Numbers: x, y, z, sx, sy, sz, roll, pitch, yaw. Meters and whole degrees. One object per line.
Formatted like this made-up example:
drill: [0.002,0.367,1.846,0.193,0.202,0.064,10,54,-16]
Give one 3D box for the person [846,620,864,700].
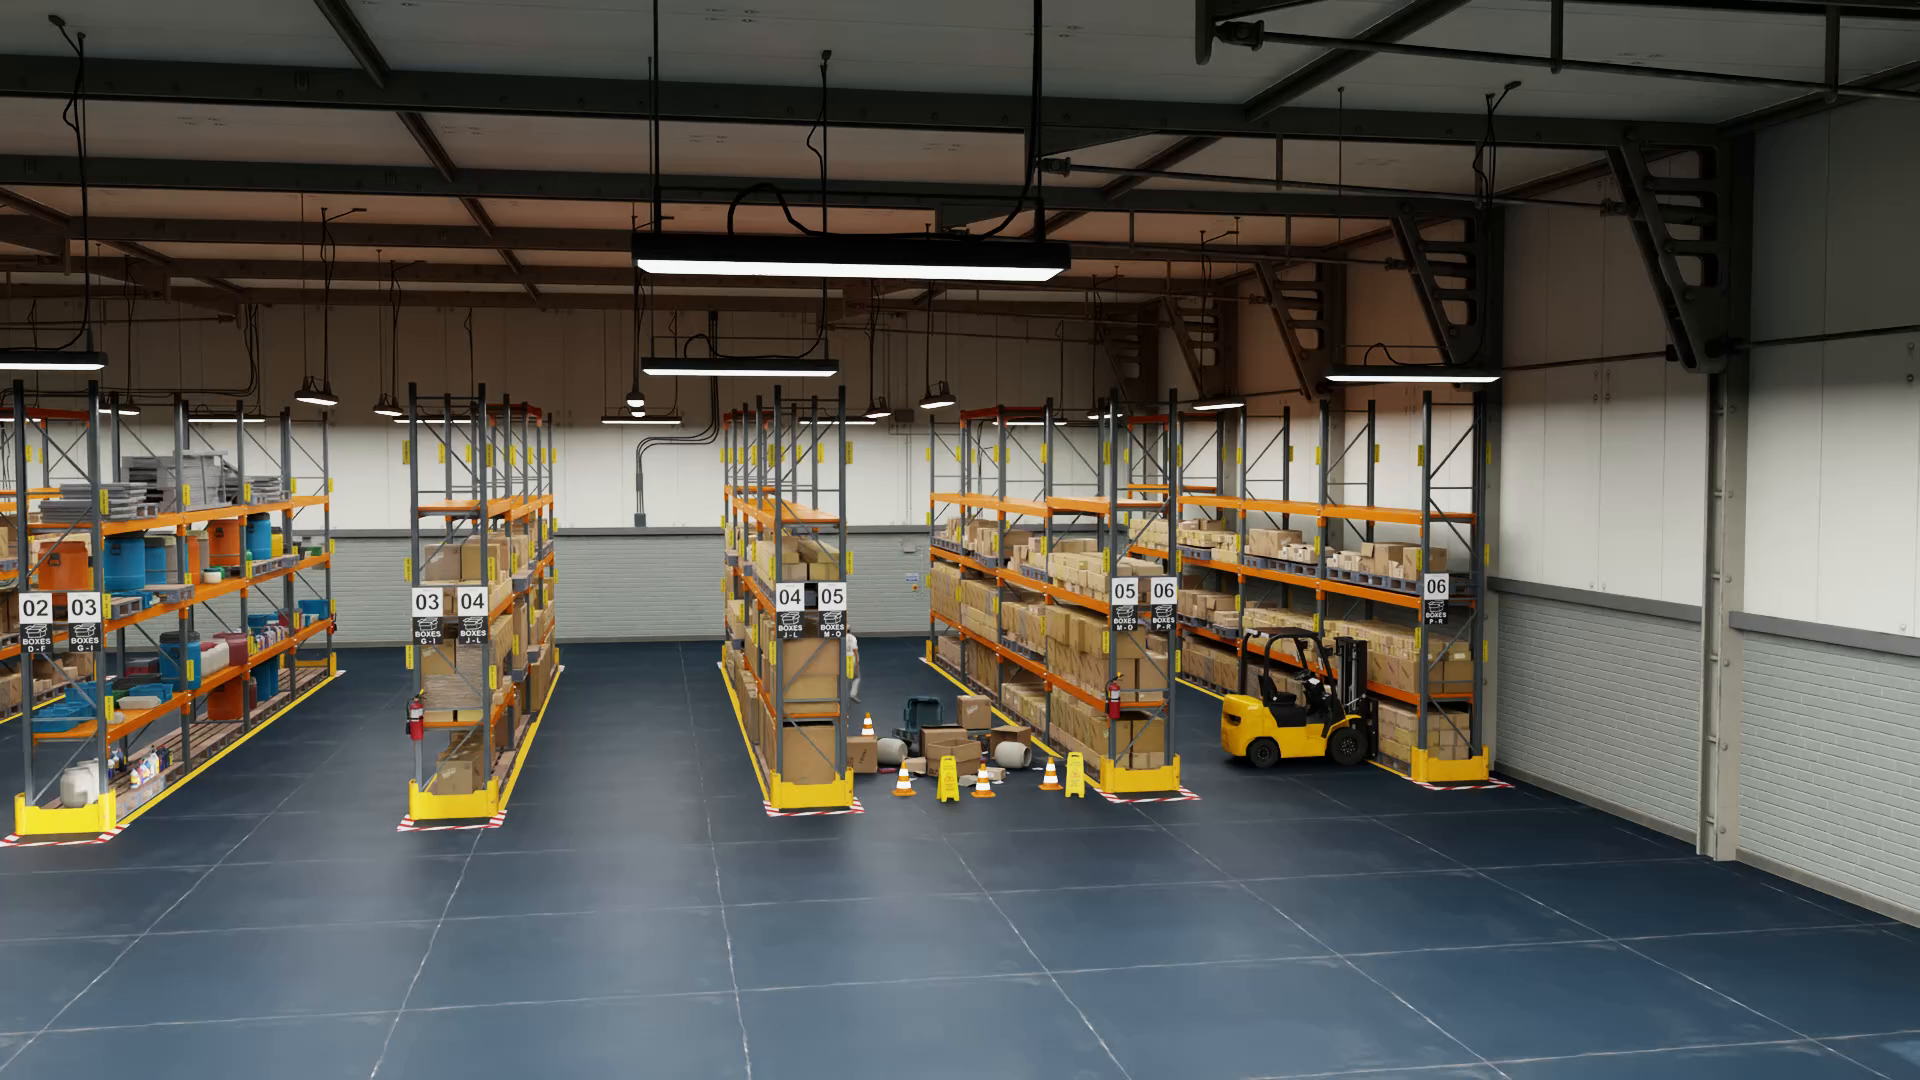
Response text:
person: [-2.214,2.443,33.920,0.488,1.644,0.548,0,3,5]
